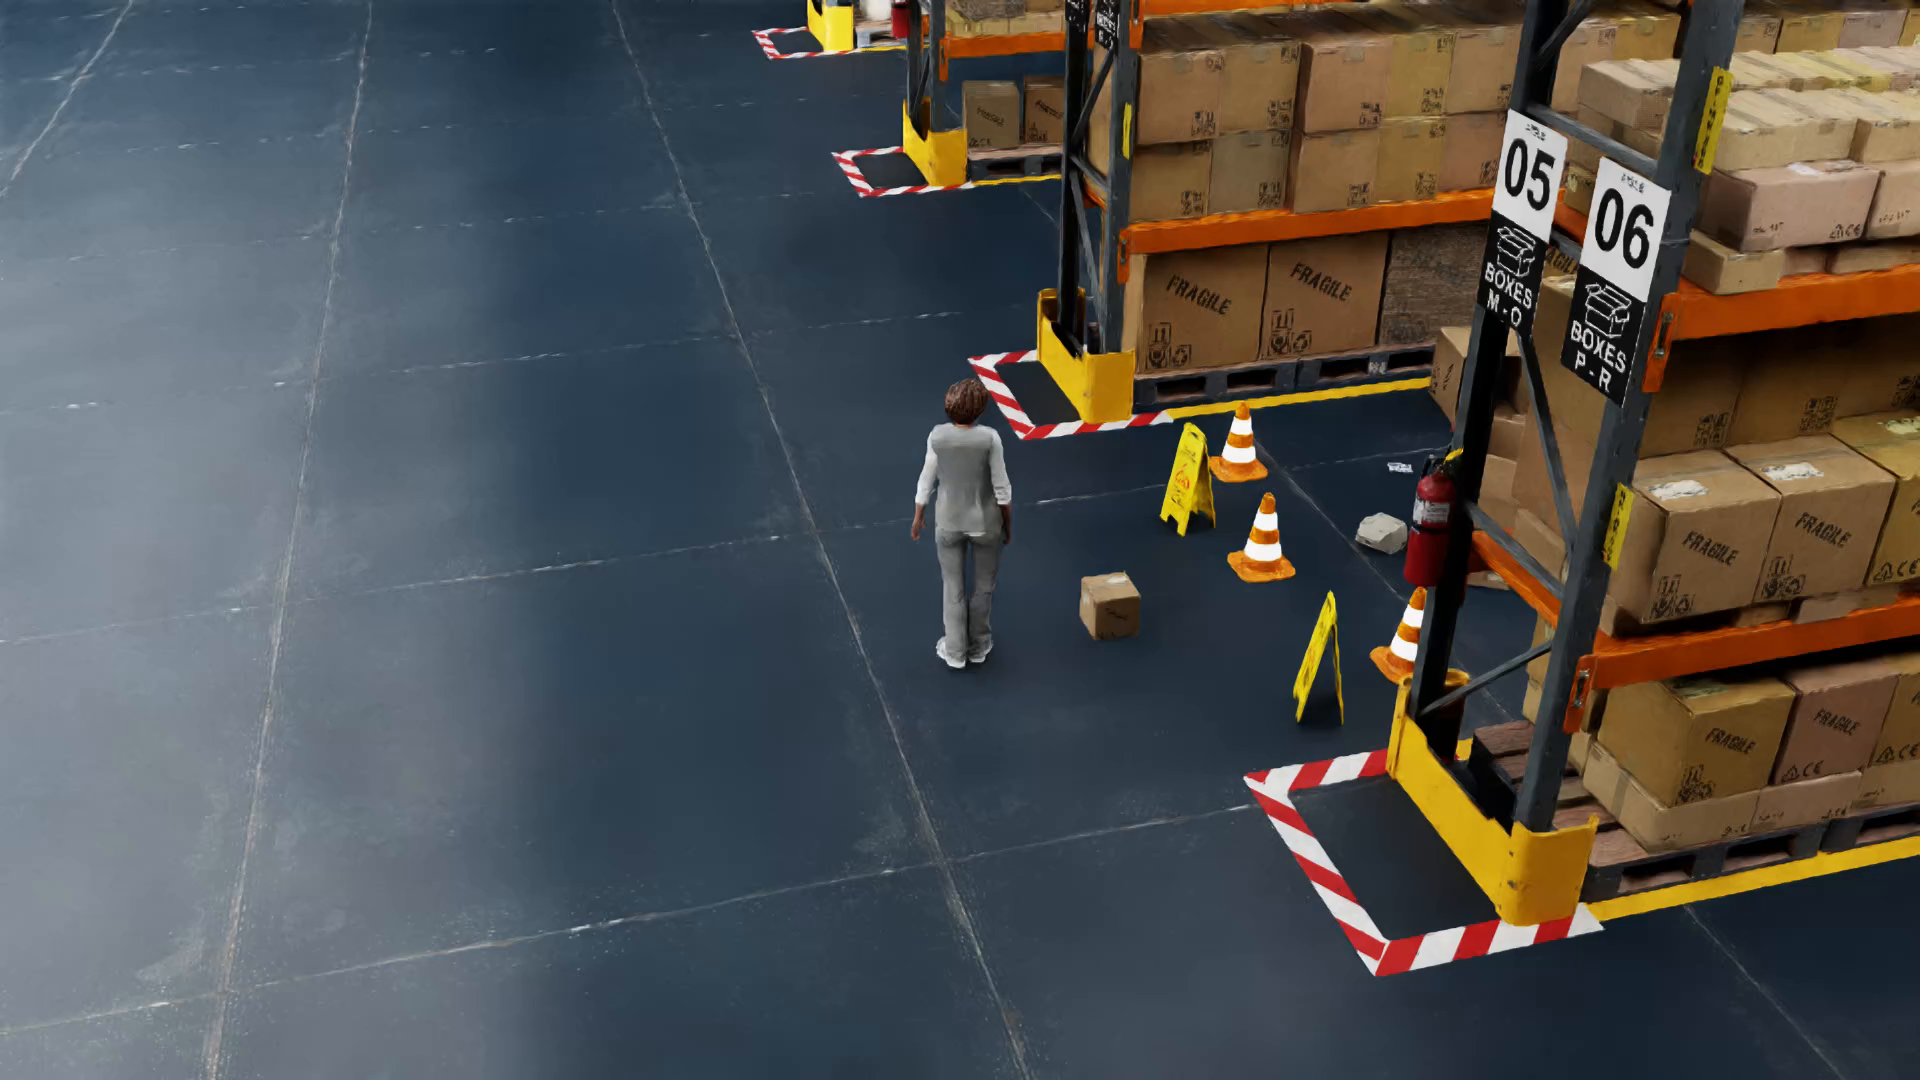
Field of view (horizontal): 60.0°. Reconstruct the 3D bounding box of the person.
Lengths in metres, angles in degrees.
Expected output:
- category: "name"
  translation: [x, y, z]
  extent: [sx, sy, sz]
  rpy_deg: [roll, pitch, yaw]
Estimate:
- category: "person"
  translation: [0.006, -0.084, 8.339]
  extent: [0.513, 1.602, 0.345]
  rpy_deg: [4, 31, 6]
